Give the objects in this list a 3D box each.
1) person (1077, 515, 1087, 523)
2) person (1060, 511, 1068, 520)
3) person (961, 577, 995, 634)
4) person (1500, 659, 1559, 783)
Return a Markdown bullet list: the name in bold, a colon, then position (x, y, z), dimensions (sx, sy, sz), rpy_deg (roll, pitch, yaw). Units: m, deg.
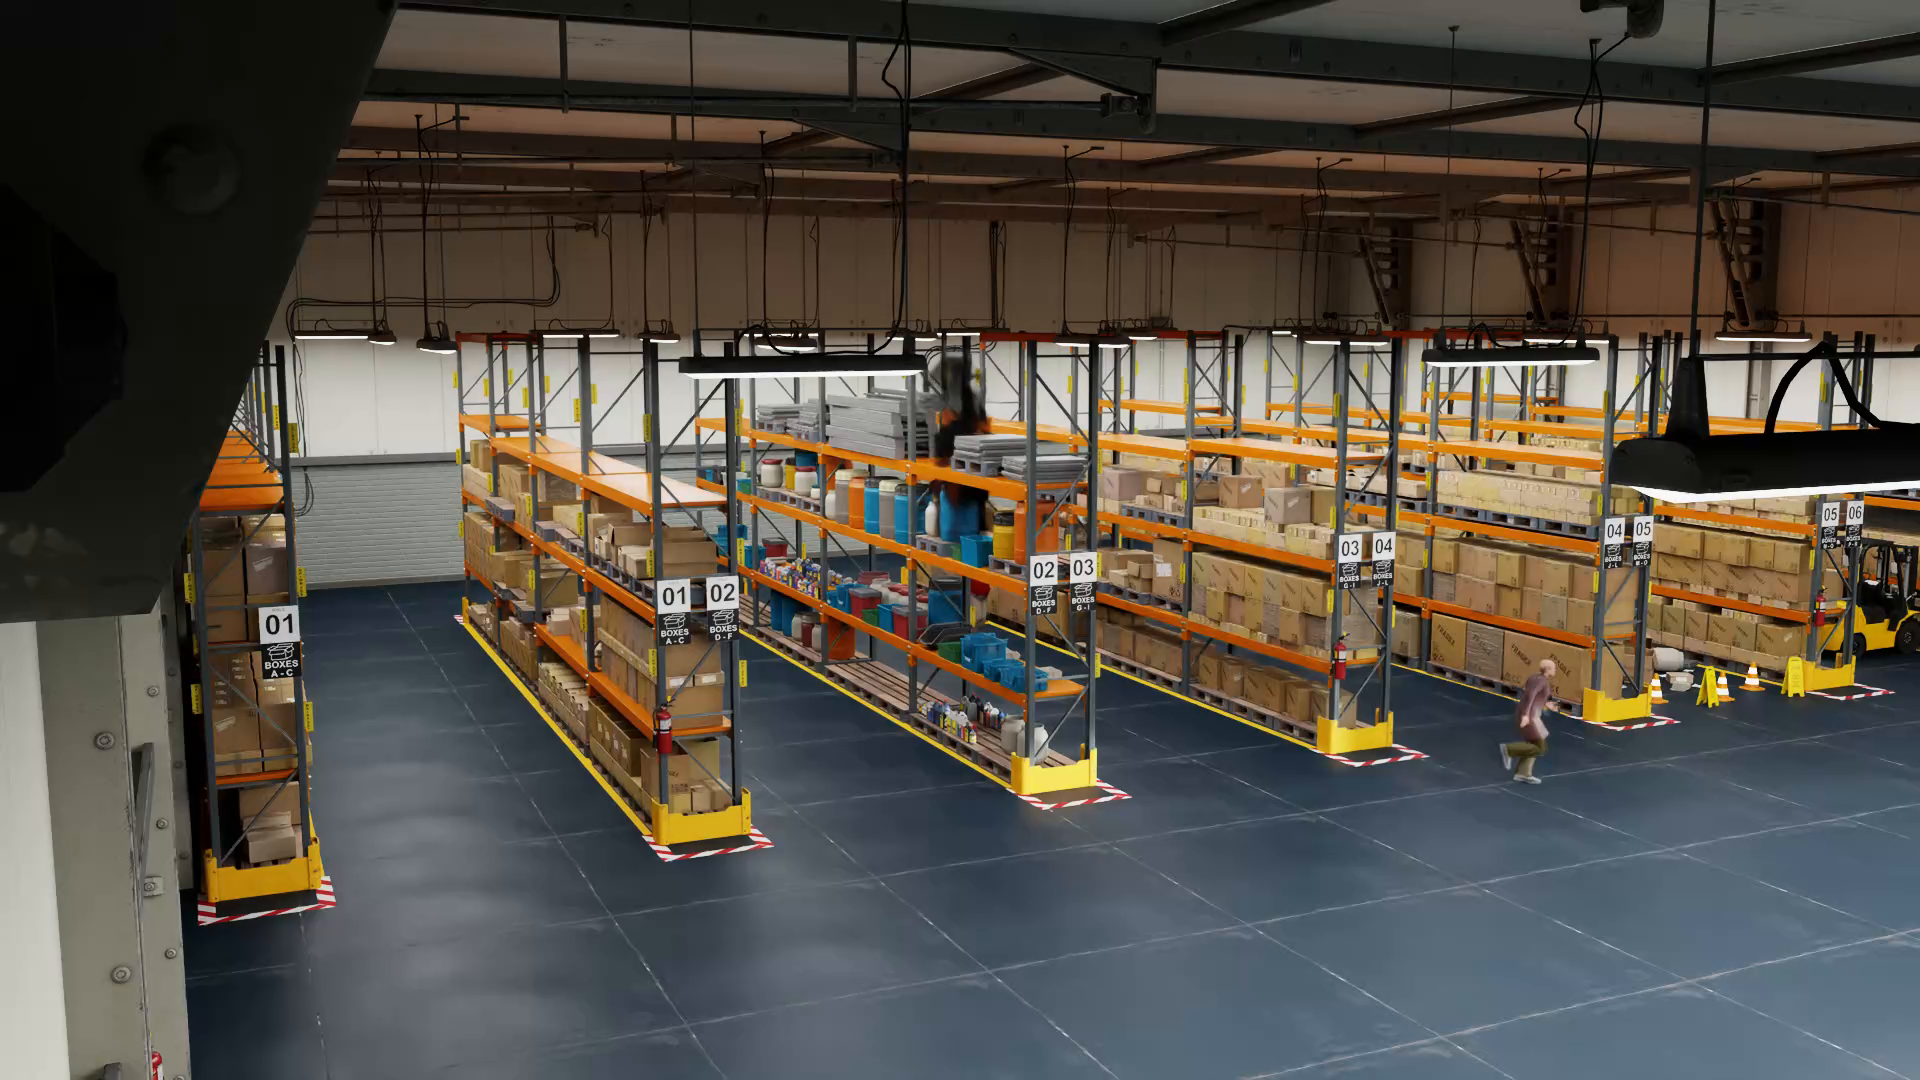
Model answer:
- **person**: position (3.065, -0.152, 41.790), dimensions (0.901, 1.766, 0.770), rpy_deg (-2, 8, -16)
- **person**: position (2.463, 0.045, 40.651), dimensions (0.589, 1.643, 0.558), rpy_deg (2, 8, 11)
- **person**: position (0.385, 1.178, 32.315), dimensions (0.652, 1.654, 0.742), rpy_deg (-6, 10, -36)
- **person**: position (7.753, 2.464, 22.629), dimensions (0.790, 1.708, 0.699), rpy_deg (0, 8, 2)
